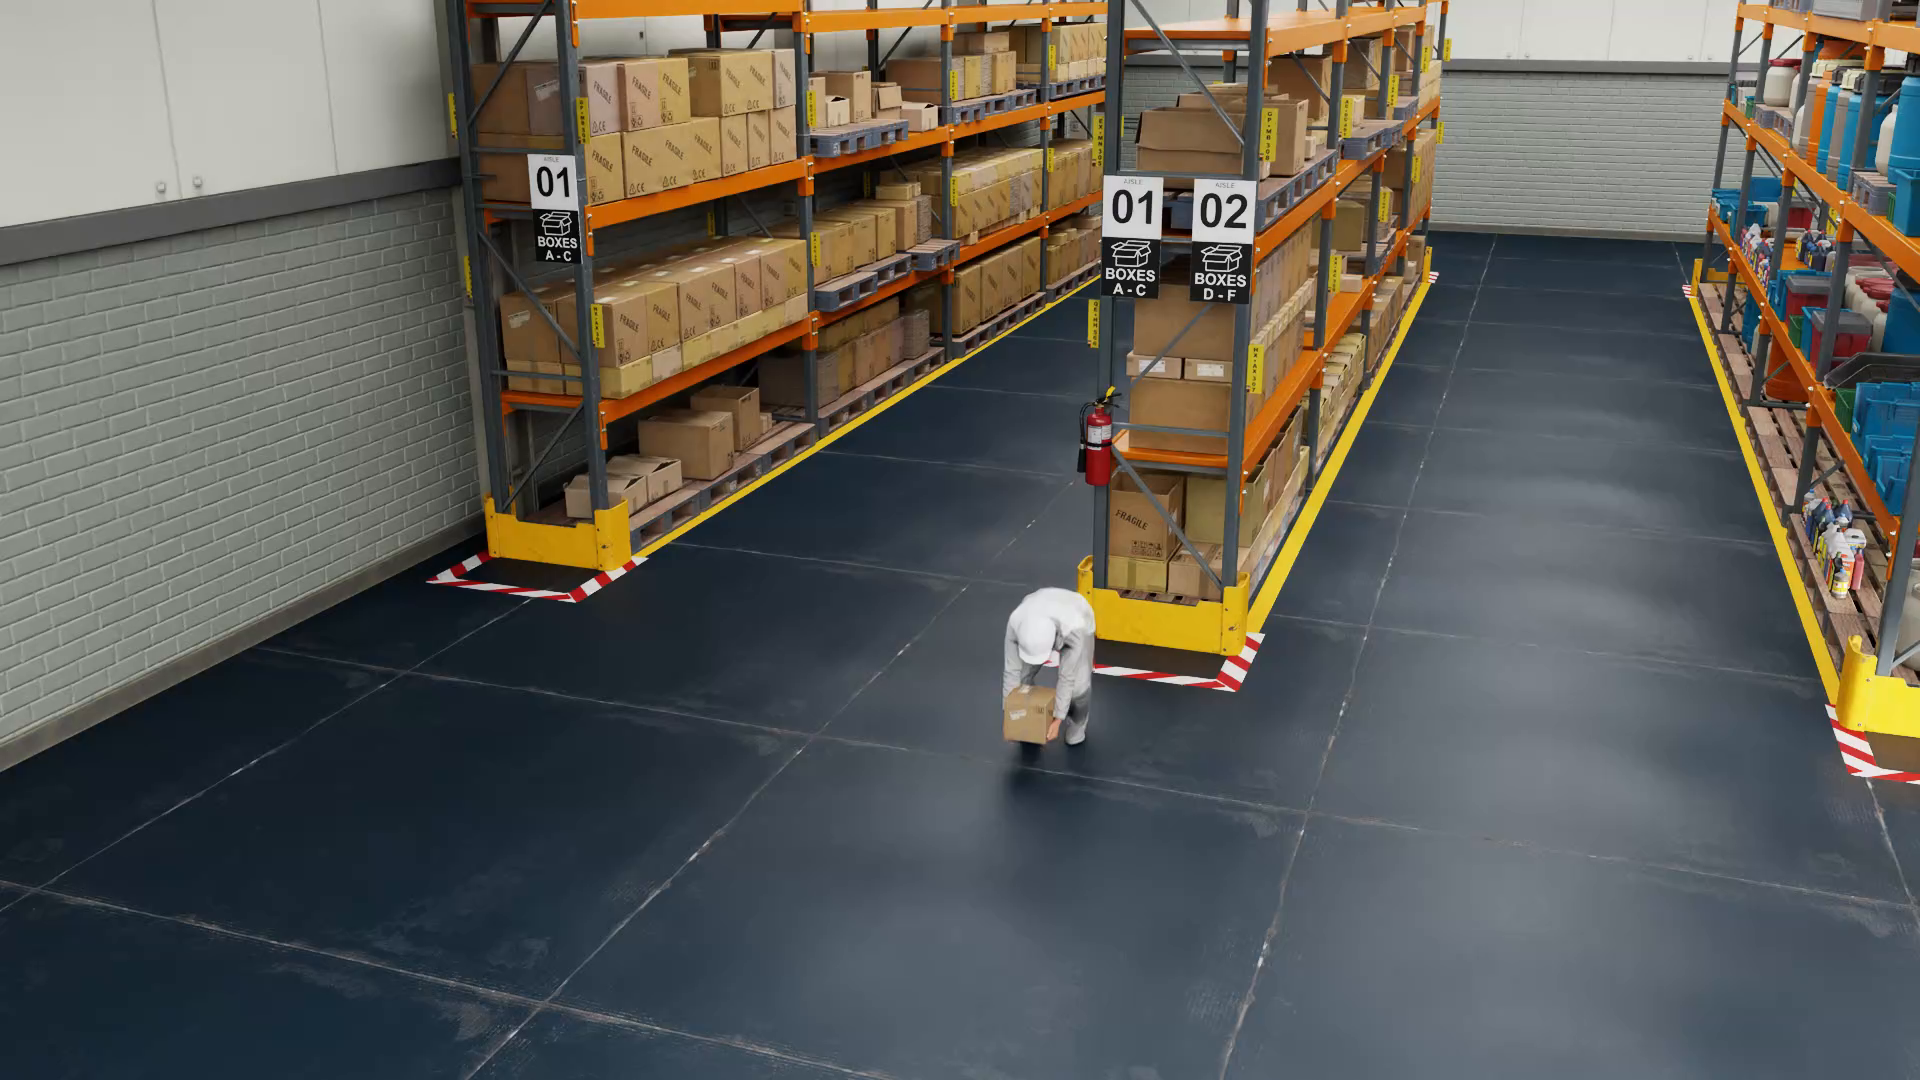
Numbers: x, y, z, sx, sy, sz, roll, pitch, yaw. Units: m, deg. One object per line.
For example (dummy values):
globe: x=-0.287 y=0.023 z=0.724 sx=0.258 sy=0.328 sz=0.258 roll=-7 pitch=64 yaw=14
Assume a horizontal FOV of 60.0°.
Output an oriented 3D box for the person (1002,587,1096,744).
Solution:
person: x=0.533 y=0.779 z=9.933 sx=0.513 sy=0.988 sz=0.986 roll=5 pitch=19 yaw=16
